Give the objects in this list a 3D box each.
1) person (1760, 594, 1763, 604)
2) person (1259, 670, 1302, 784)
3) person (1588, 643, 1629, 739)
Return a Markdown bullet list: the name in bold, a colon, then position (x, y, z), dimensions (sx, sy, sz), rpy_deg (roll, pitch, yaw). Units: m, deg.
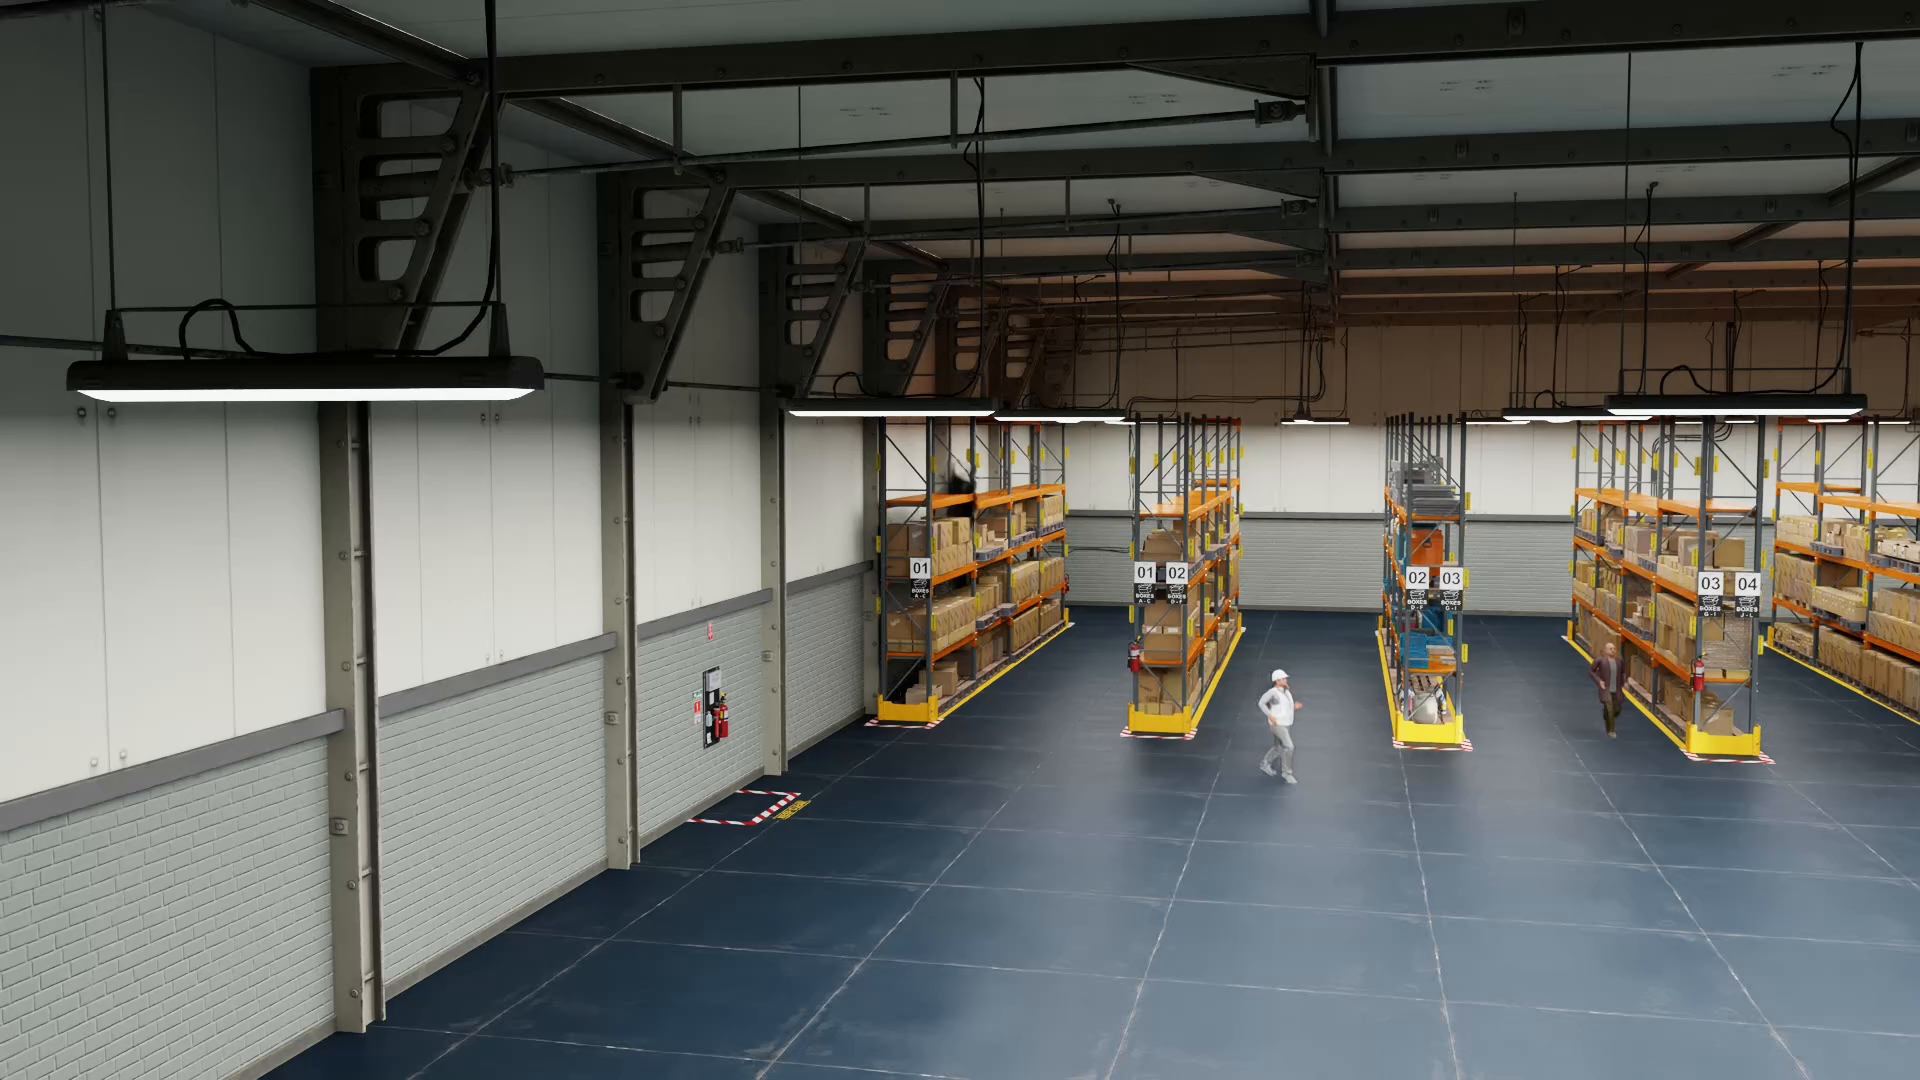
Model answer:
- **person**: position (21.073, 1.887, 44.527), dimensions (0.836, 1.692, 0.647), rpy_deg (-2, 4, -23)
- **person**: position (5.182, 3.013, 26.950), dimensions (0.737, 1.827, 0.643), rpy_deg (3, 5, 35)
- **person**: position (12.022, 2.779, 30.841), dimensions (0.712, 1.746, 0.738), rpy_deg (0, 4, -1)
